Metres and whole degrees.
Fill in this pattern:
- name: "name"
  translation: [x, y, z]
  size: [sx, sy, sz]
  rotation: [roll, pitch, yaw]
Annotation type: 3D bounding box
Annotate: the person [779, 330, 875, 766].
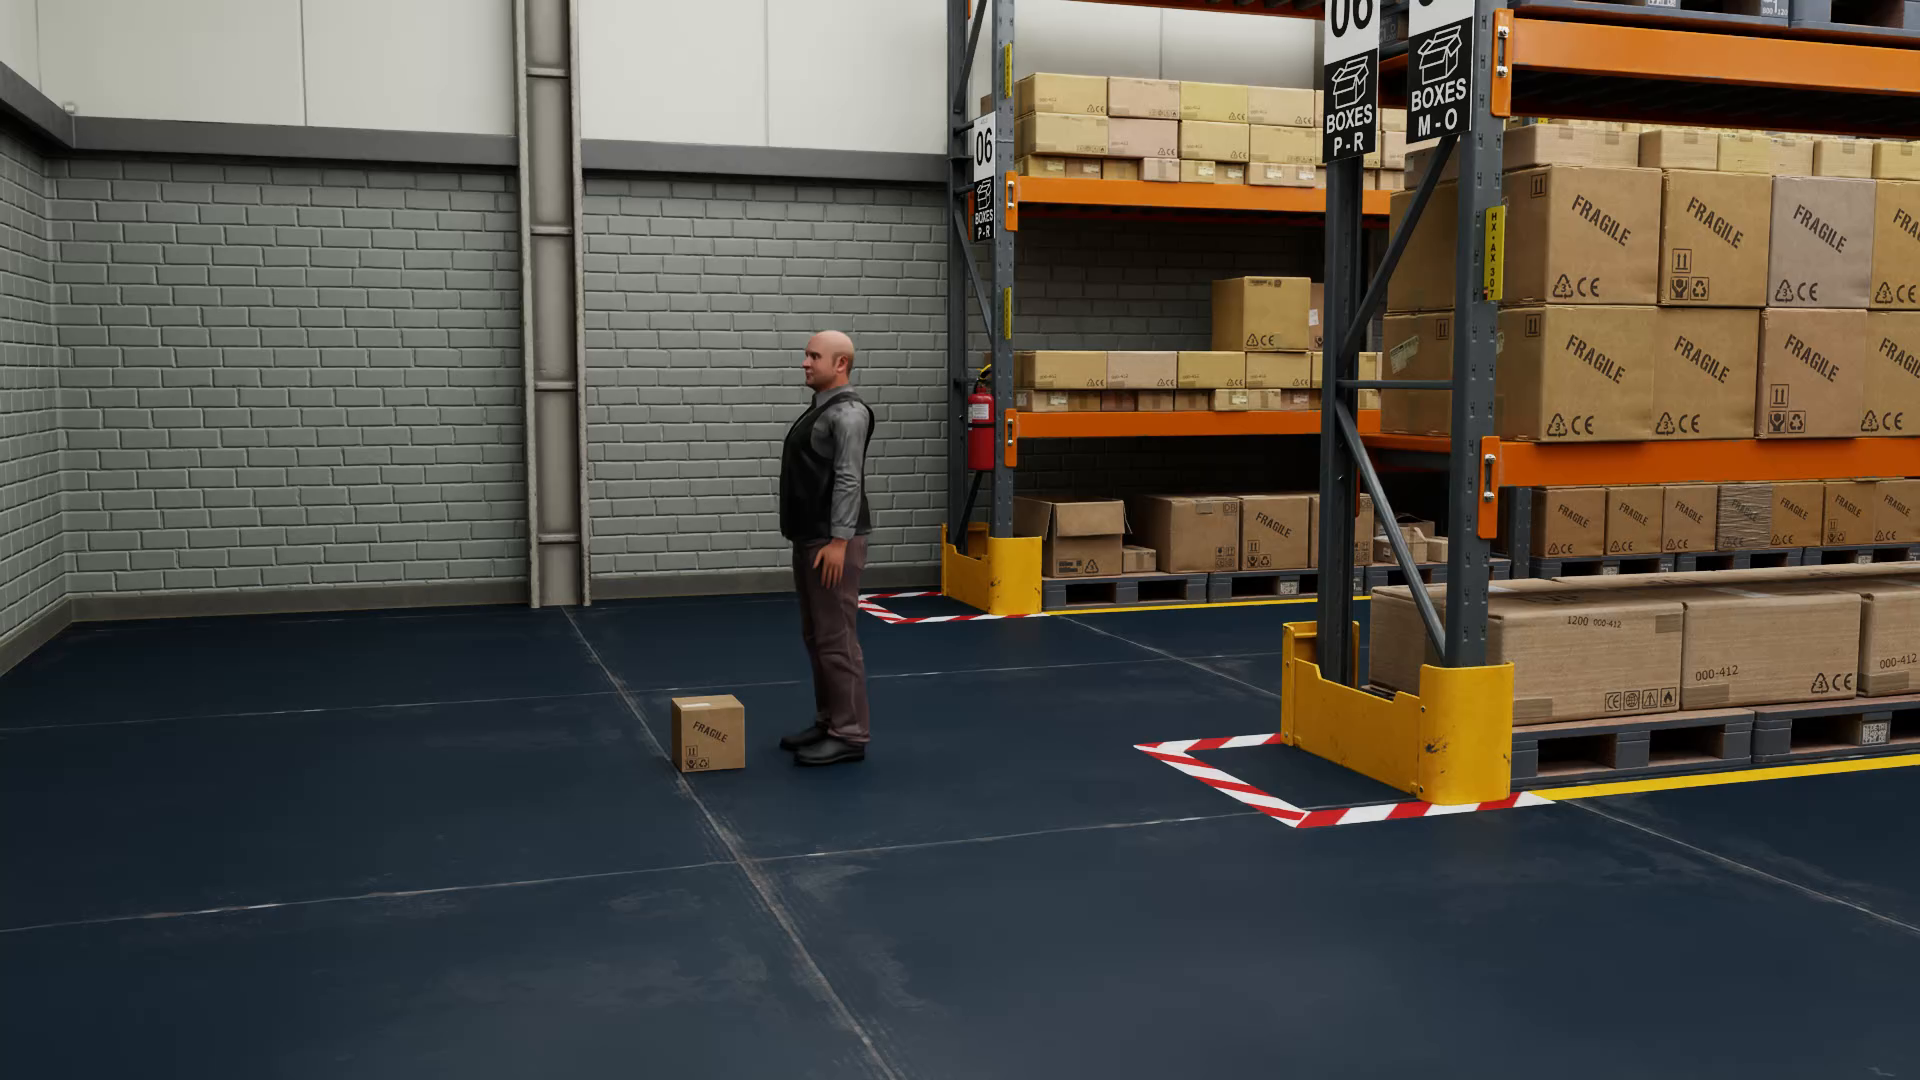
- name: "person"
  translation: [-0.543, 0.024, 6.702]
  size: [0.355, 1.725, 0.535]
  rotation: [-2, 6, -17]
